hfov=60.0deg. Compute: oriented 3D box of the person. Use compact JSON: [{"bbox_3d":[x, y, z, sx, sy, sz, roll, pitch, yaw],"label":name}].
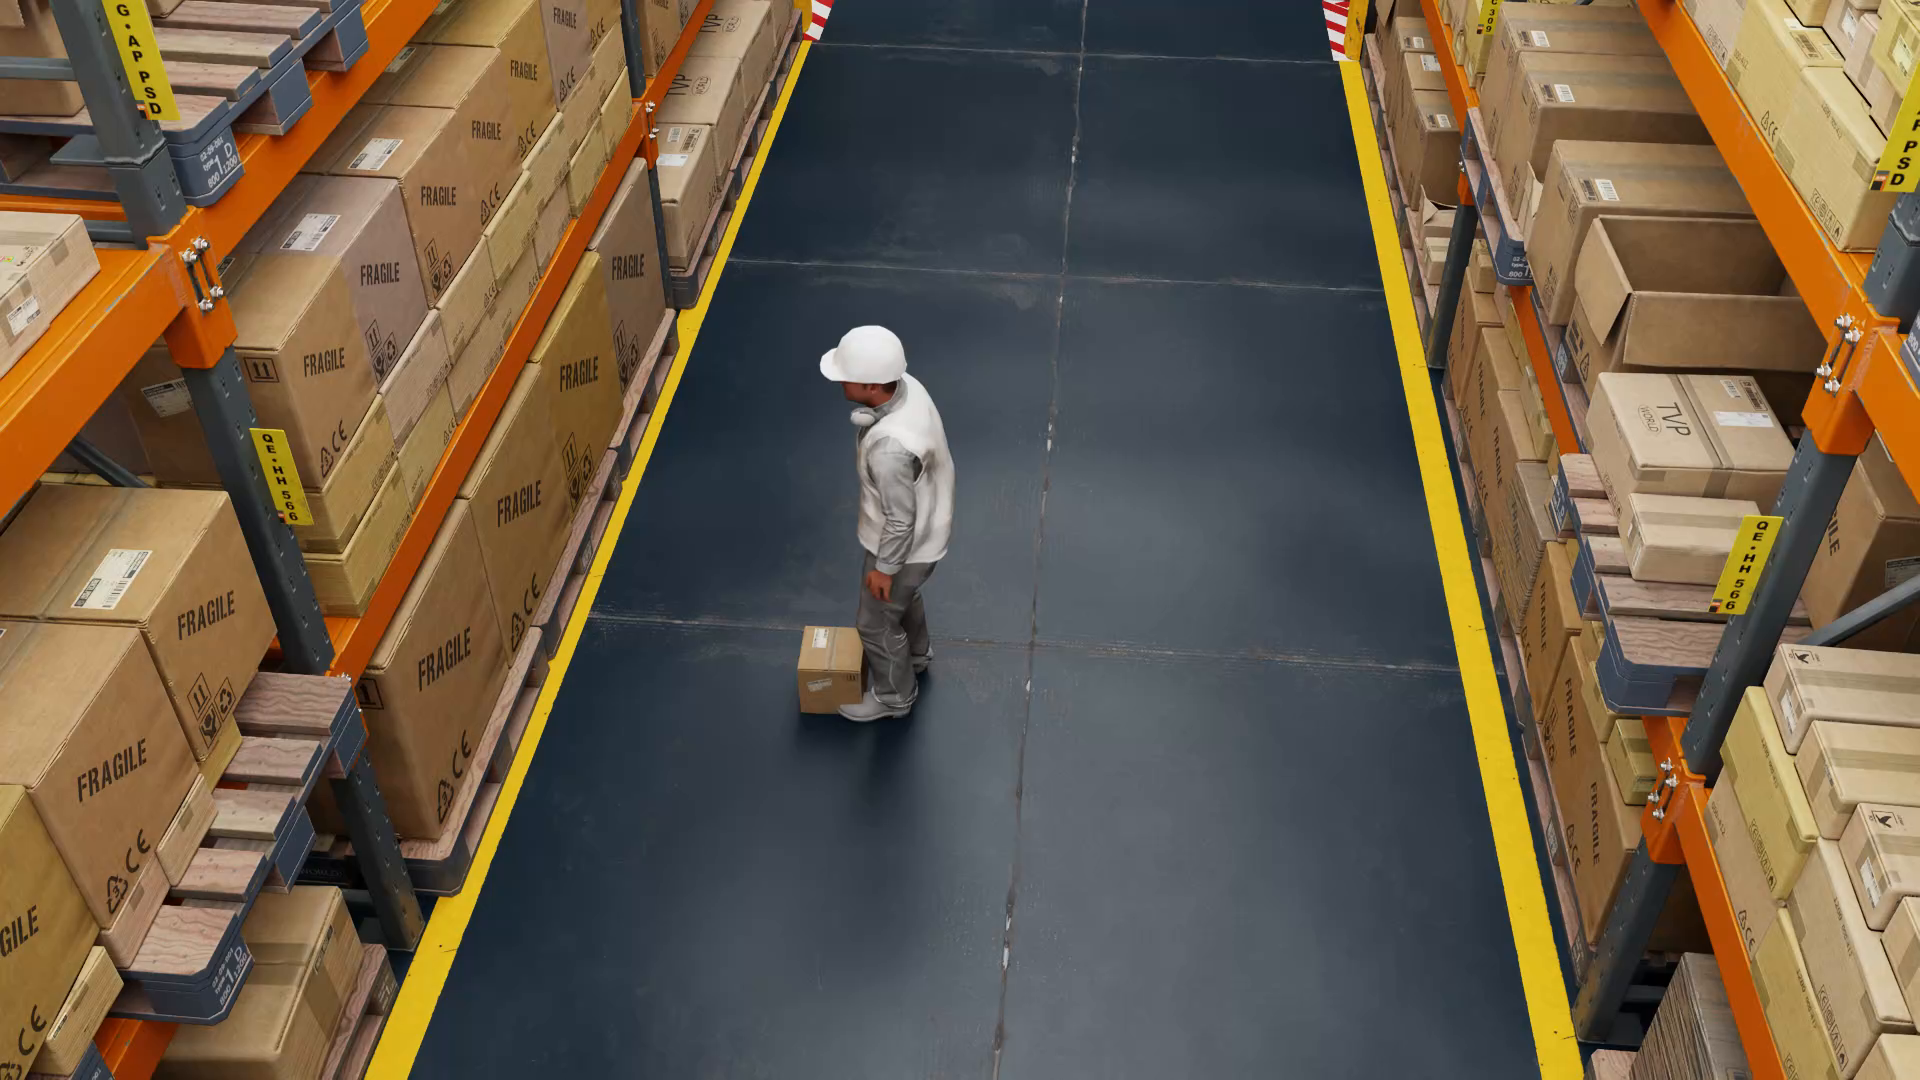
[{"bbox_3d":[-0.255,-0.045,6.189,0.470,1.772,0.594,1,40,1],"label":"person"}]
